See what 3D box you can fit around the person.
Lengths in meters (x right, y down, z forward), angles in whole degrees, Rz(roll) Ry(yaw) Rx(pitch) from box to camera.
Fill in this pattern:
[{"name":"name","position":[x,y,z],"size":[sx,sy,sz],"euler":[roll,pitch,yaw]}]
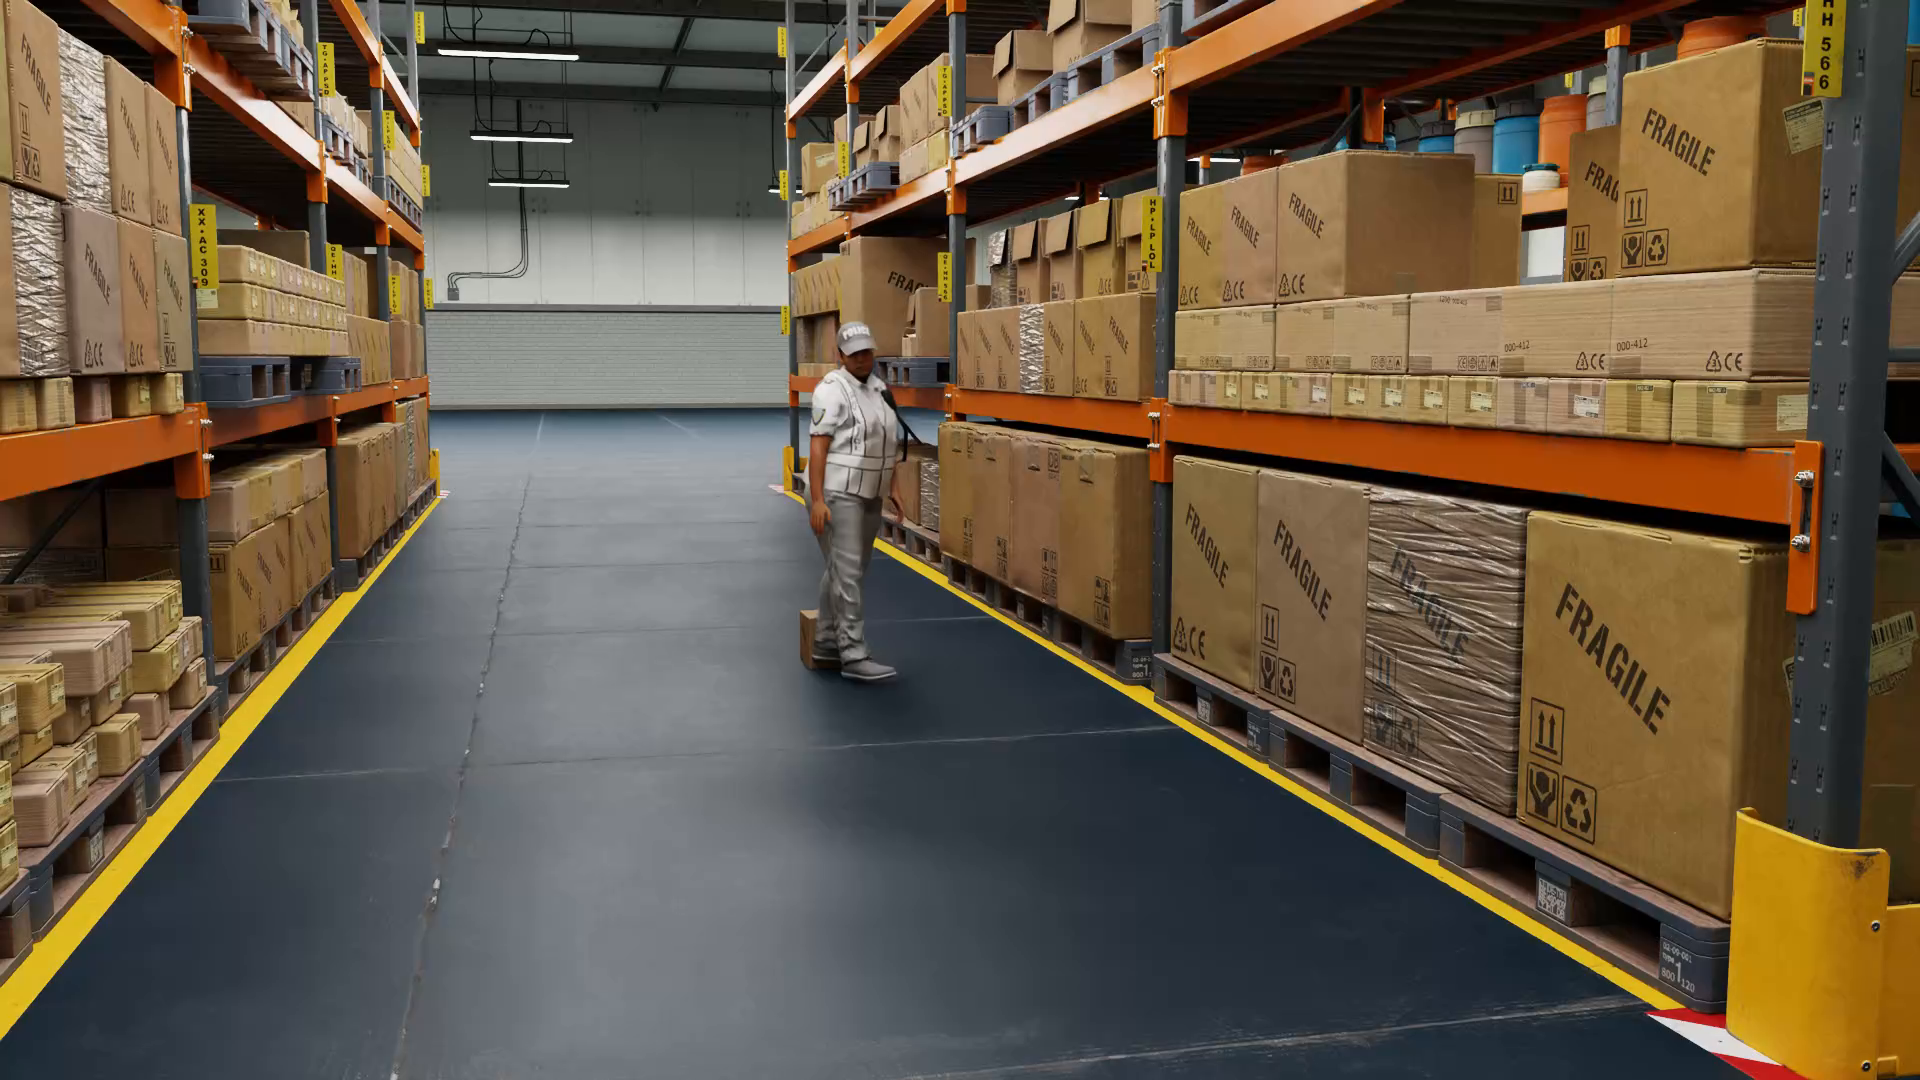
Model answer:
[{"name":"person","position":[-0.490,-0.195,7.798],"size":[0.624,1.646,0.560],"euler":[4,7,29]}]
